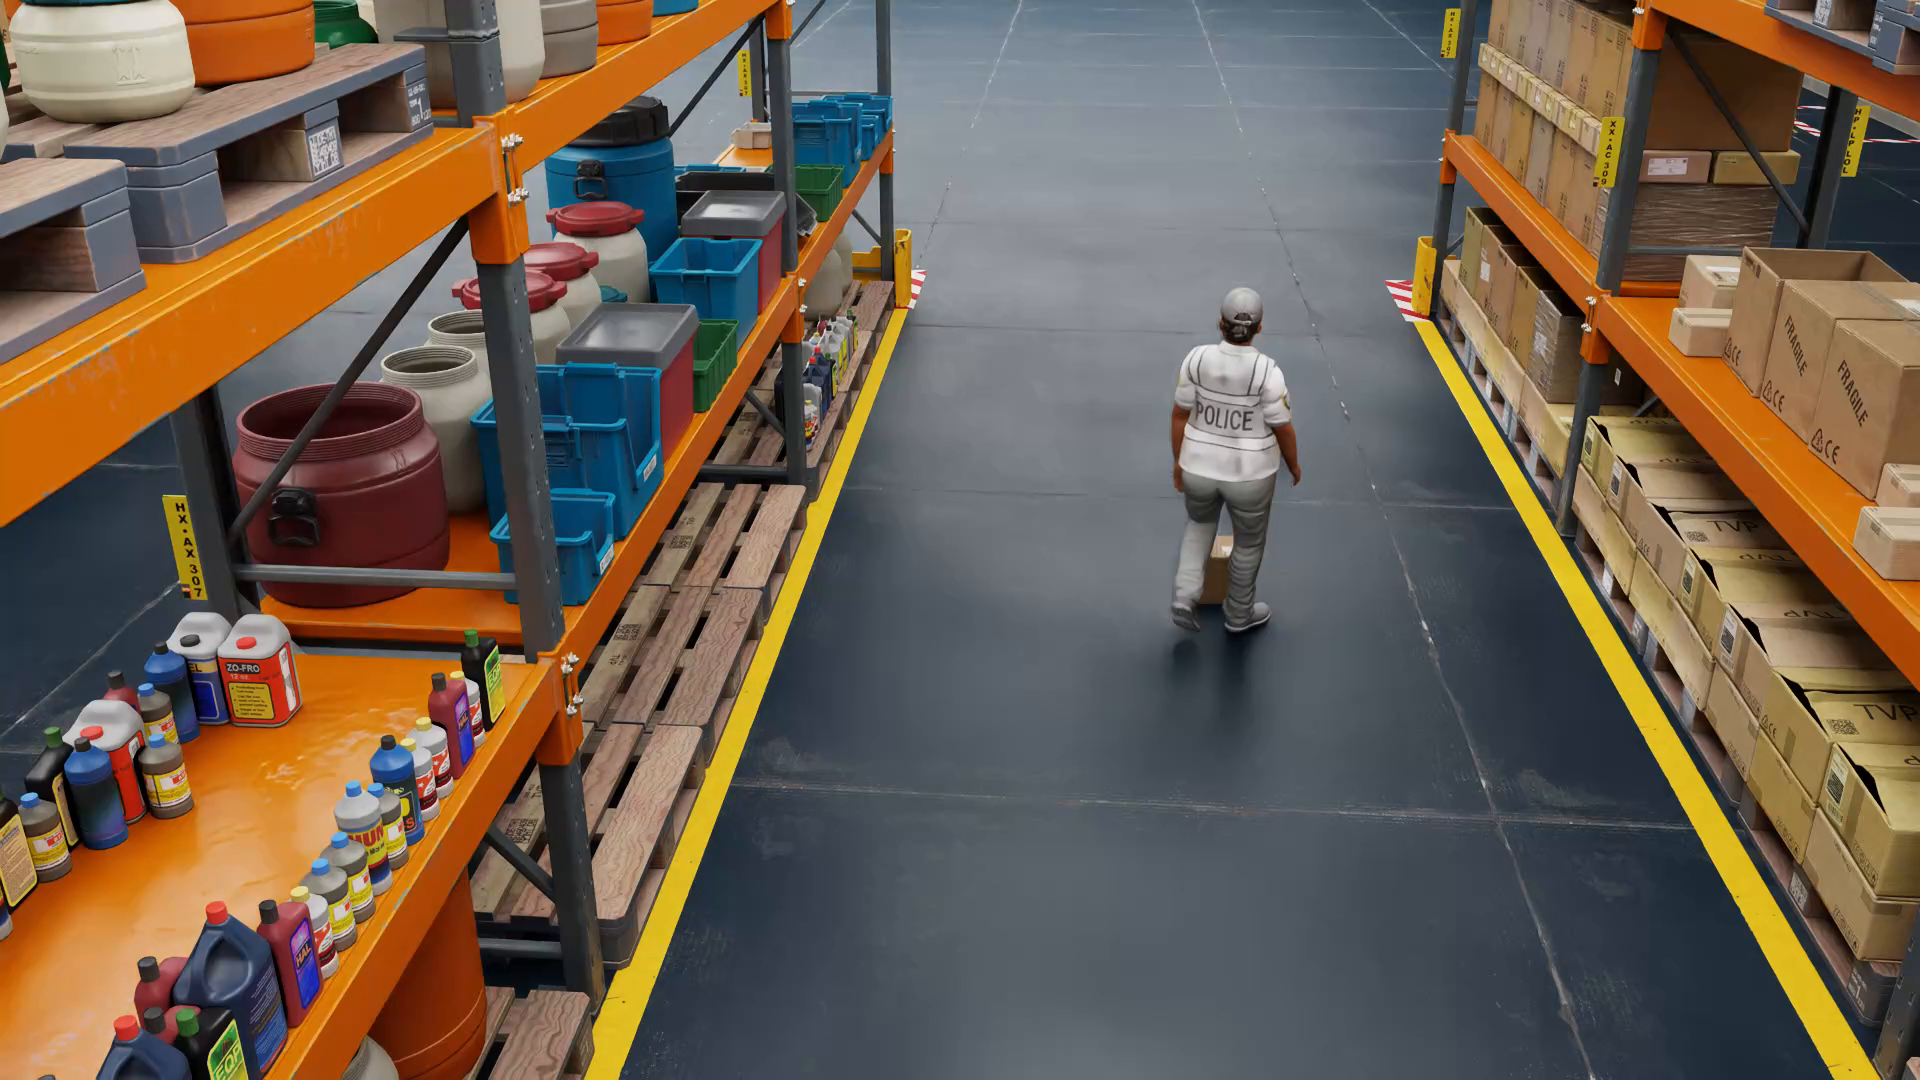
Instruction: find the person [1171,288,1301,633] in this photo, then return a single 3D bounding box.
[{"bbox_3d":[1.213,-0.326,7.299,0.534,1.650,0.588,13,28,27],"label":"person"}]
